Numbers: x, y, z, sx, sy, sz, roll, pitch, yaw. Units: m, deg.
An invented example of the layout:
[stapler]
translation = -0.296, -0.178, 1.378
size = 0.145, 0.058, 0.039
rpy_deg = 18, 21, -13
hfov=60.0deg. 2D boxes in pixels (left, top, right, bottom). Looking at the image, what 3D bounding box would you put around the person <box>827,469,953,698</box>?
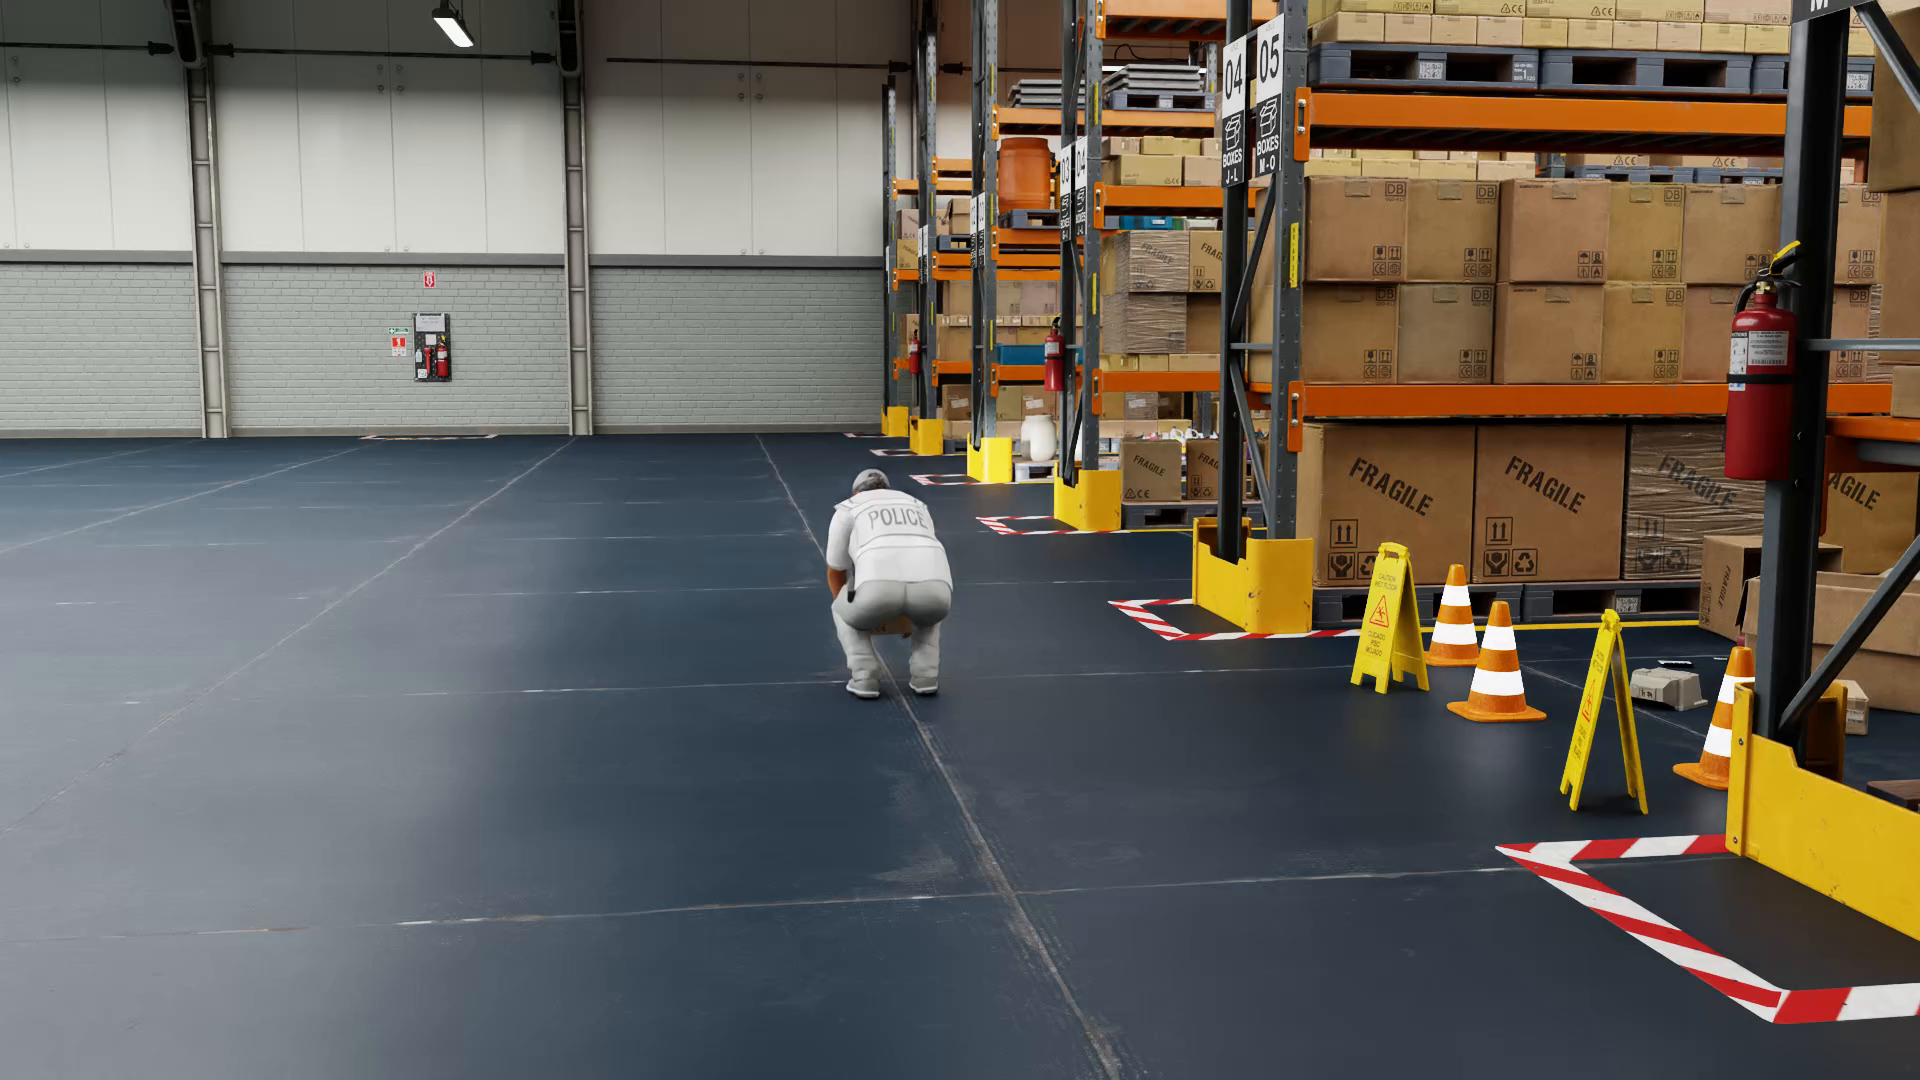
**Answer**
[person]
translation = -0.315, 0.188, 7.315
size = 0.517, 0.959, 0.851
rpy_deg = -1, 7, -9
